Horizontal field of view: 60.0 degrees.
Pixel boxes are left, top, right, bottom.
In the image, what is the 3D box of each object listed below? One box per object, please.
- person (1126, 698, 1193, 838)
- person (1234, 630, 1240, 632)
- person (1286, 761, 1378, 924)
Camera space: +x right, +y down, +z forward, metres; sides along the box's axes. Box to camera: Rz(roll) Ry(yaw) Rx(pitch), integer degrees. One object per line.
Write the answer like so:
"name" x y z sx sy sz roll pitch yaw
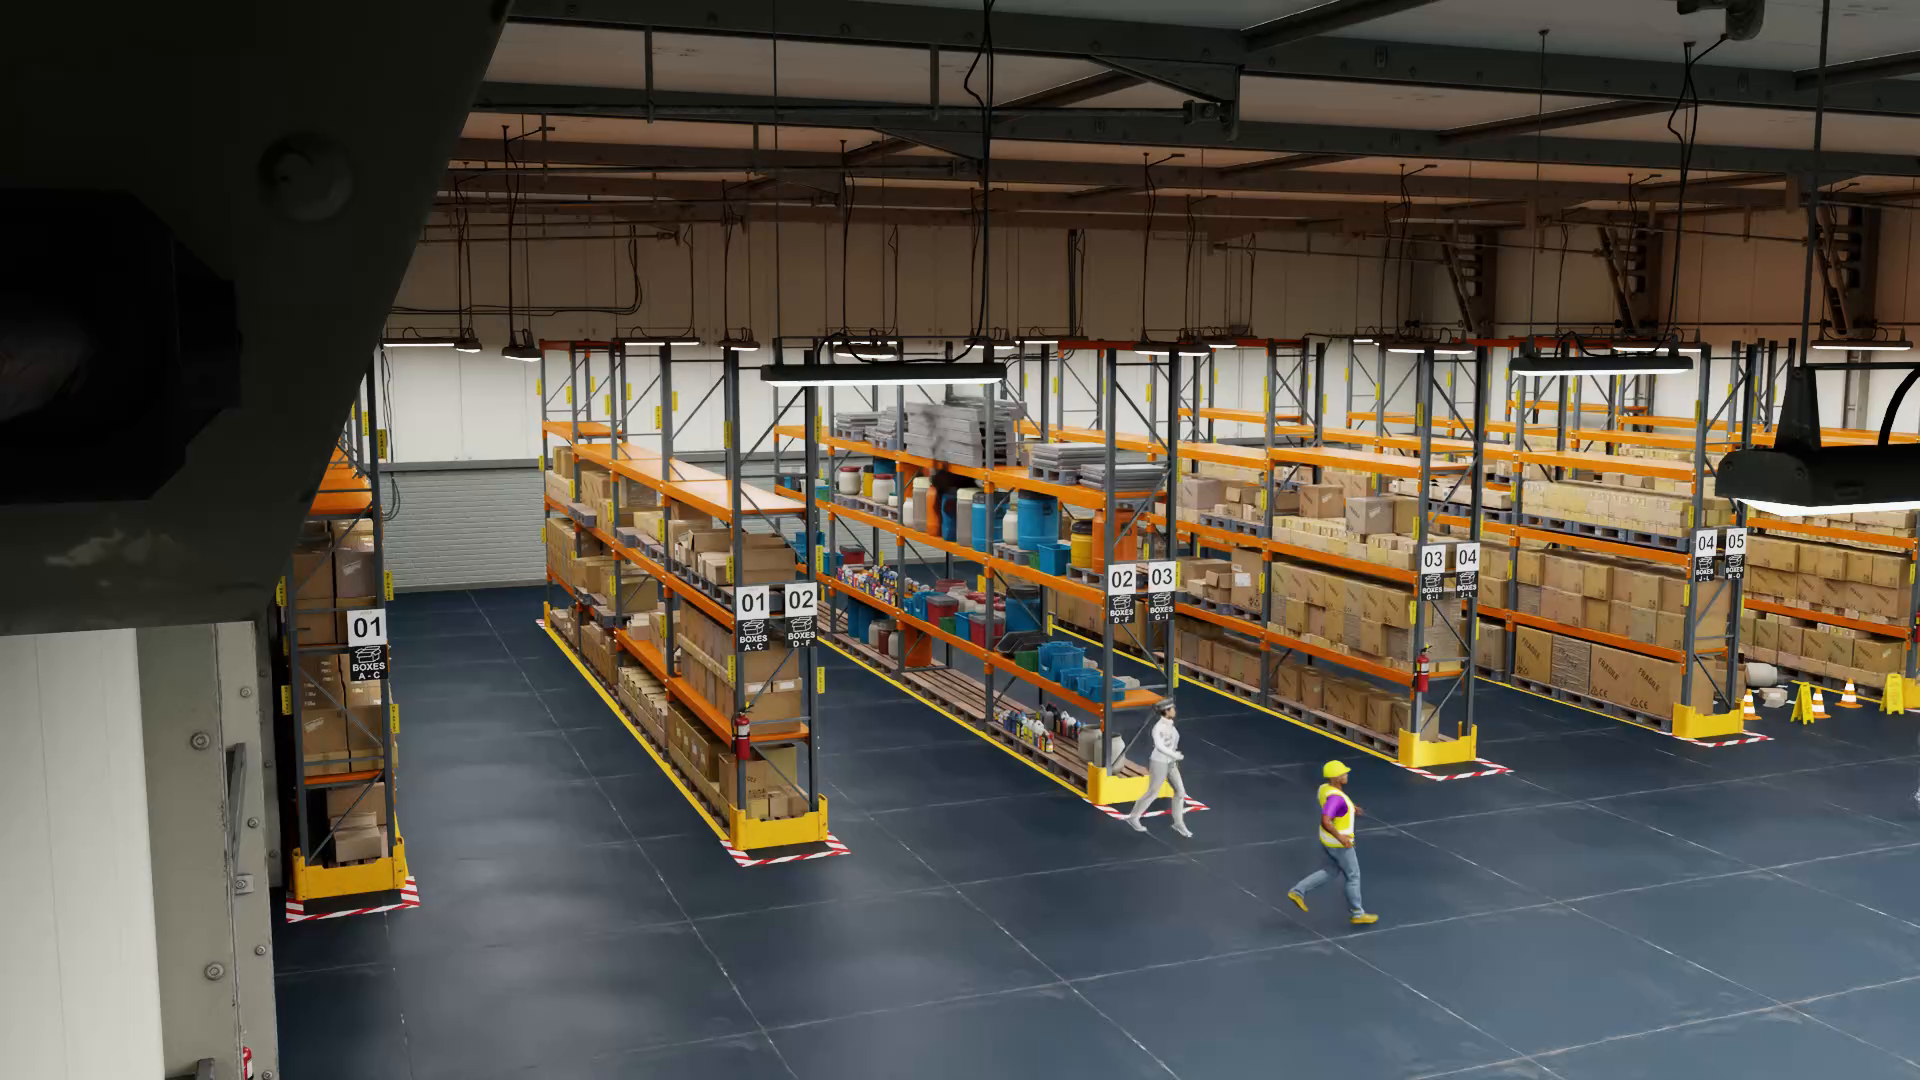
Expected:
"person" 2.538 2.810 20.731 0.810 1.707 0.678 3 8 20
"person" 5.810 1.082 33.995 0.562 1.672 0.586 -4 8 -26
"person" 3.954 3.179 17.525 0.963 1.747 0.710 -1 7 -5
